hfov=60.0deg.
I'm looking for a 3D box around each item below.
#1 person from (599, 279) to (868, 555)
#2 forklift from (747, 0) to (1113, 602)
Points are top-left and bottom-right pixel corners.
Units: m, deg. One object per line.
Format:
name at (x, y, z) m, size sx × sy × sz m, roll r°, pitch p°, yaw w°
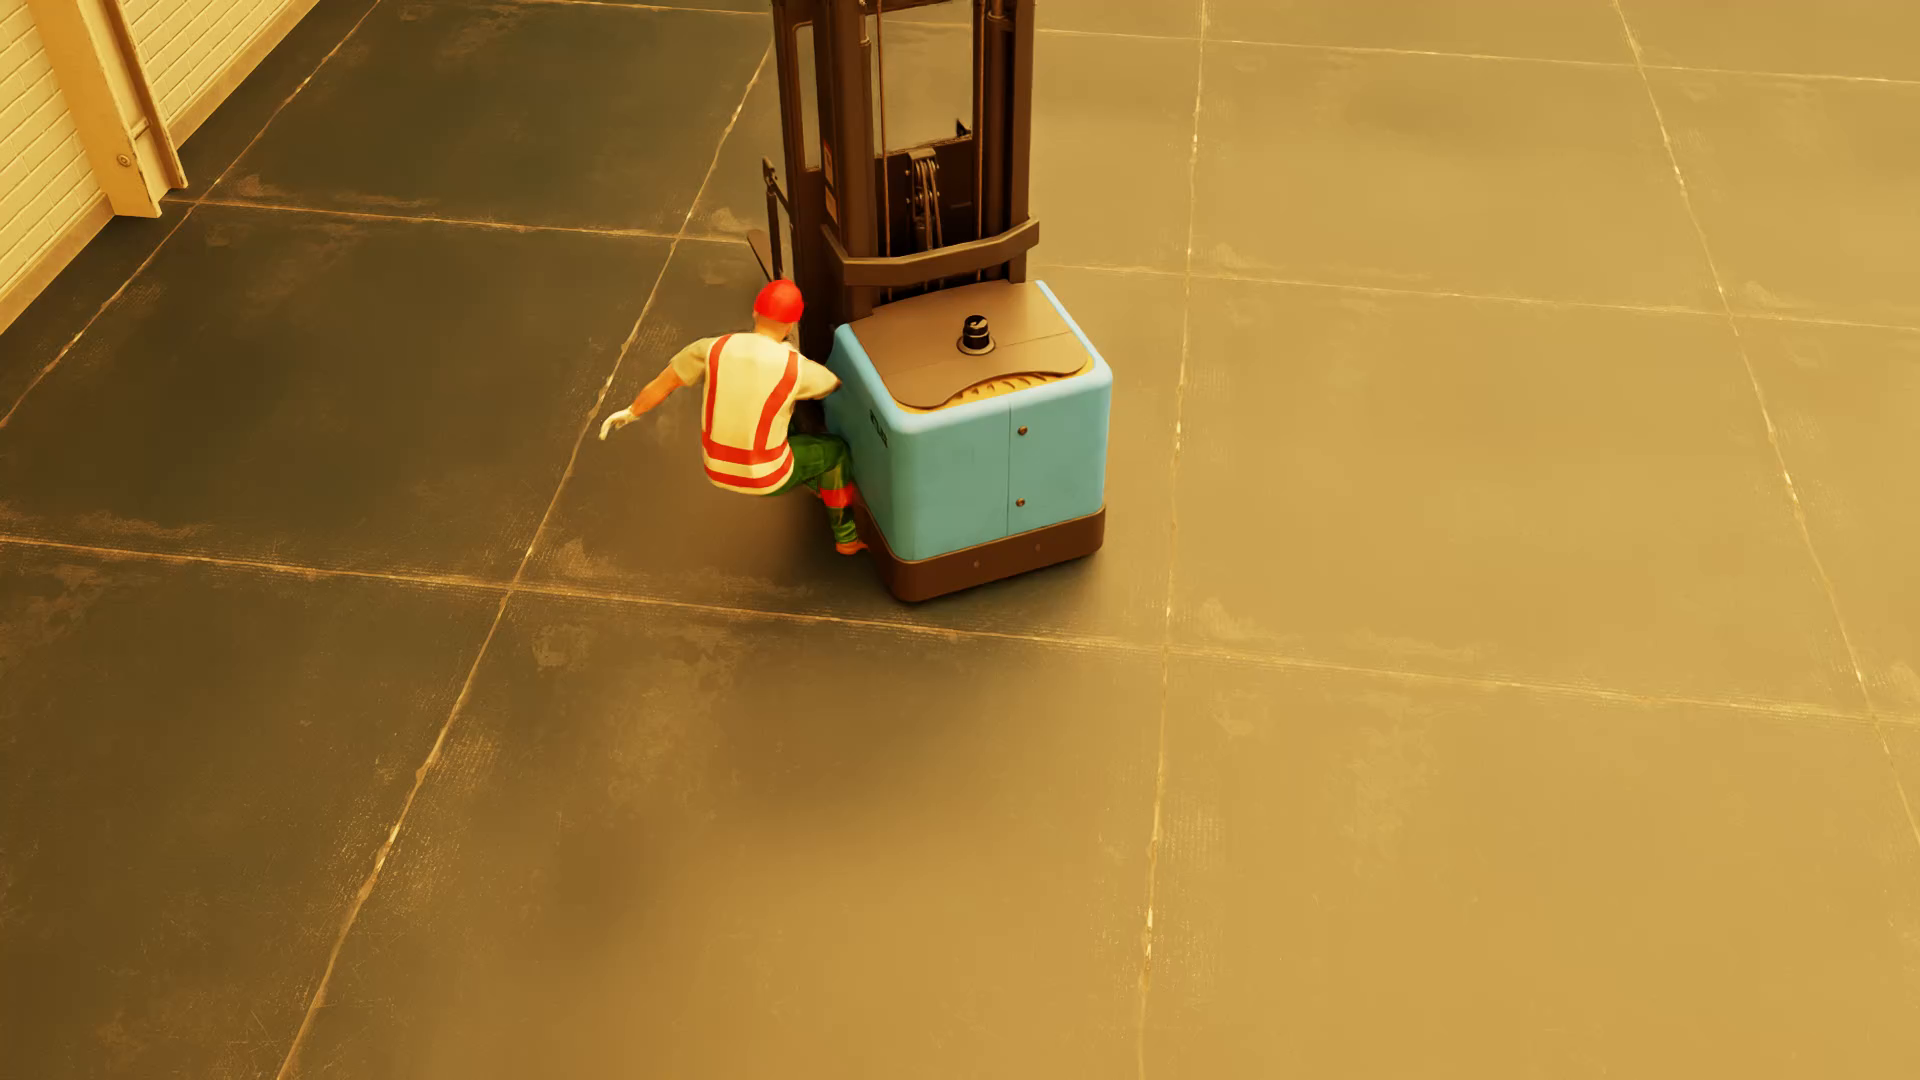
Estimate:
person at (-0.916, -0.569, 7.477) m, size 1.084 × 1.486 × 0.968 m, roll 14°, pitch 44°, yaw 15°
forklift at (-0.342, -1.810, 7.695) m, size 1.130 × 2.935 × 3.031 m, roll -15°, pitch 45°, yaw -16°
